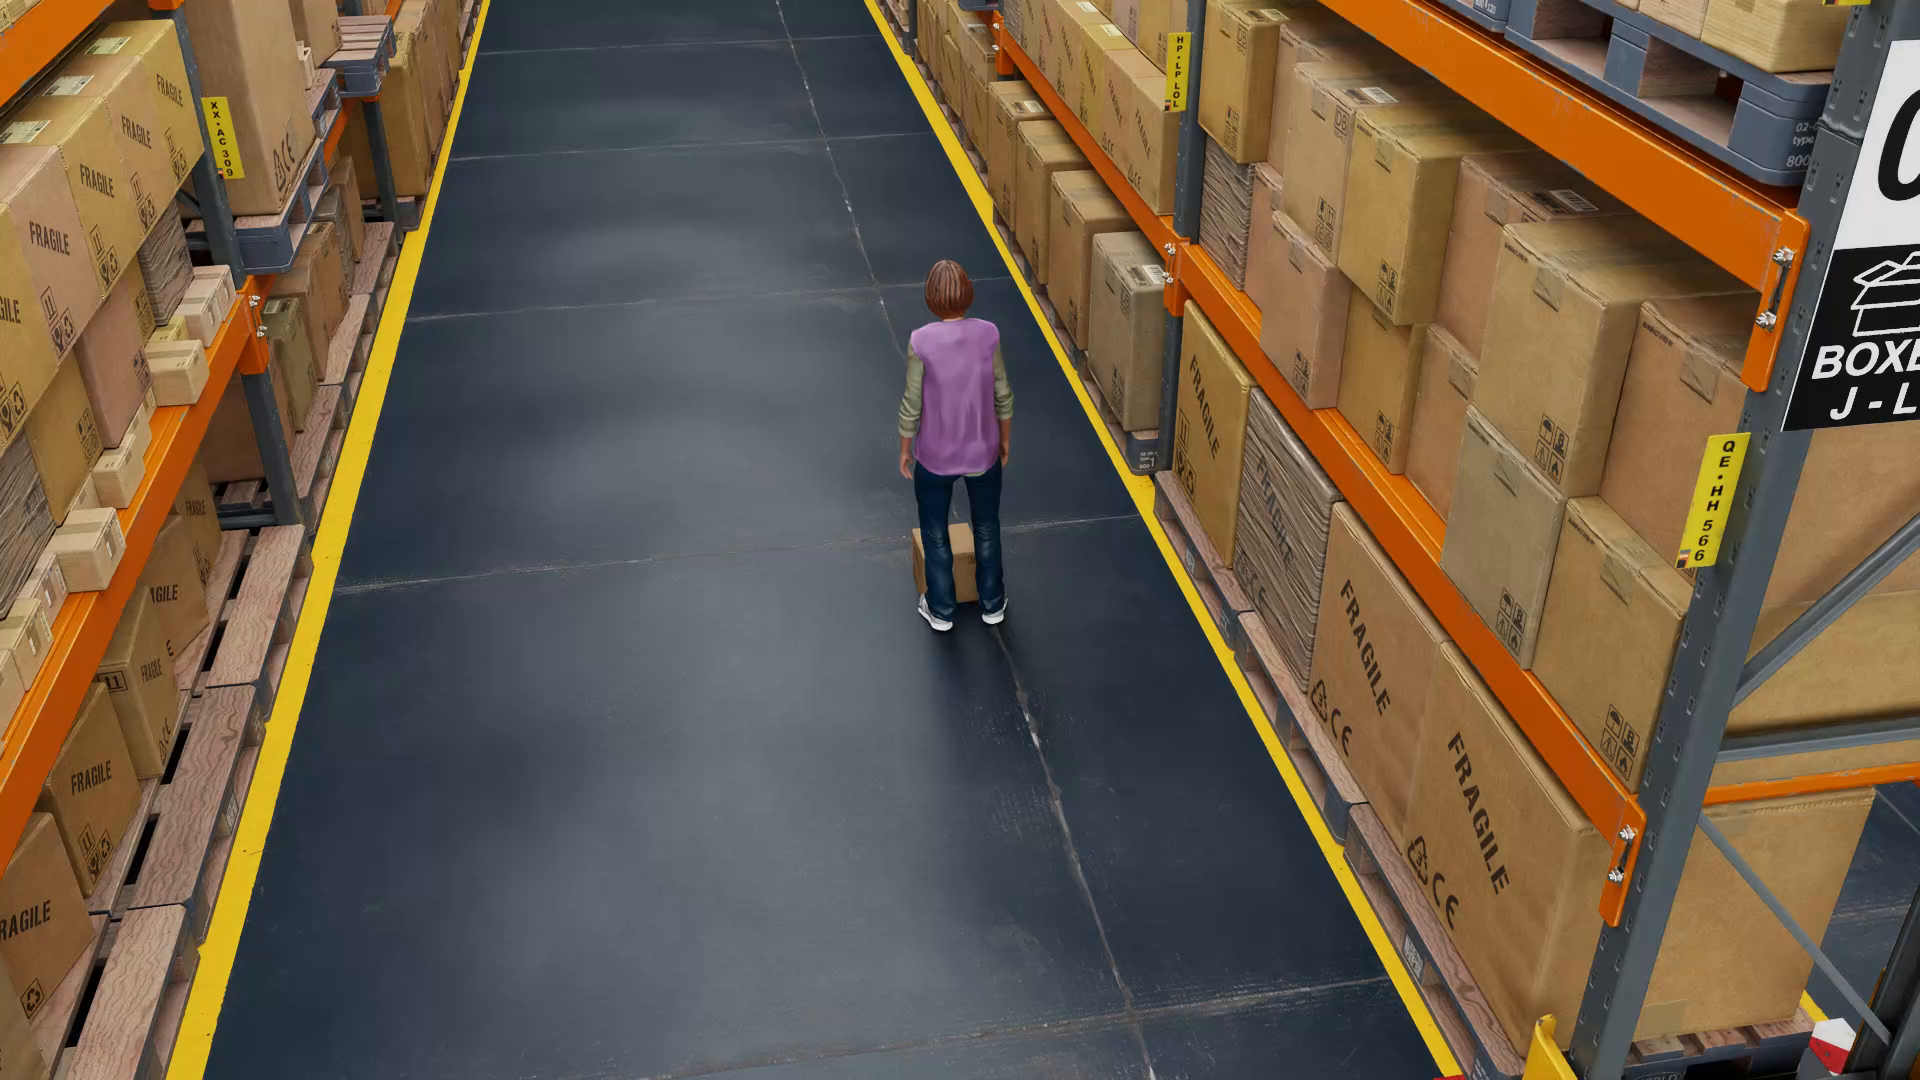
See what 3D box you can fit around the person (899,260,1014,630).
[{"bbox_3d":[-0.013,-0.350,6.724,0.474,1.592,0.349,-6,32,-10],"label":"person"}]
